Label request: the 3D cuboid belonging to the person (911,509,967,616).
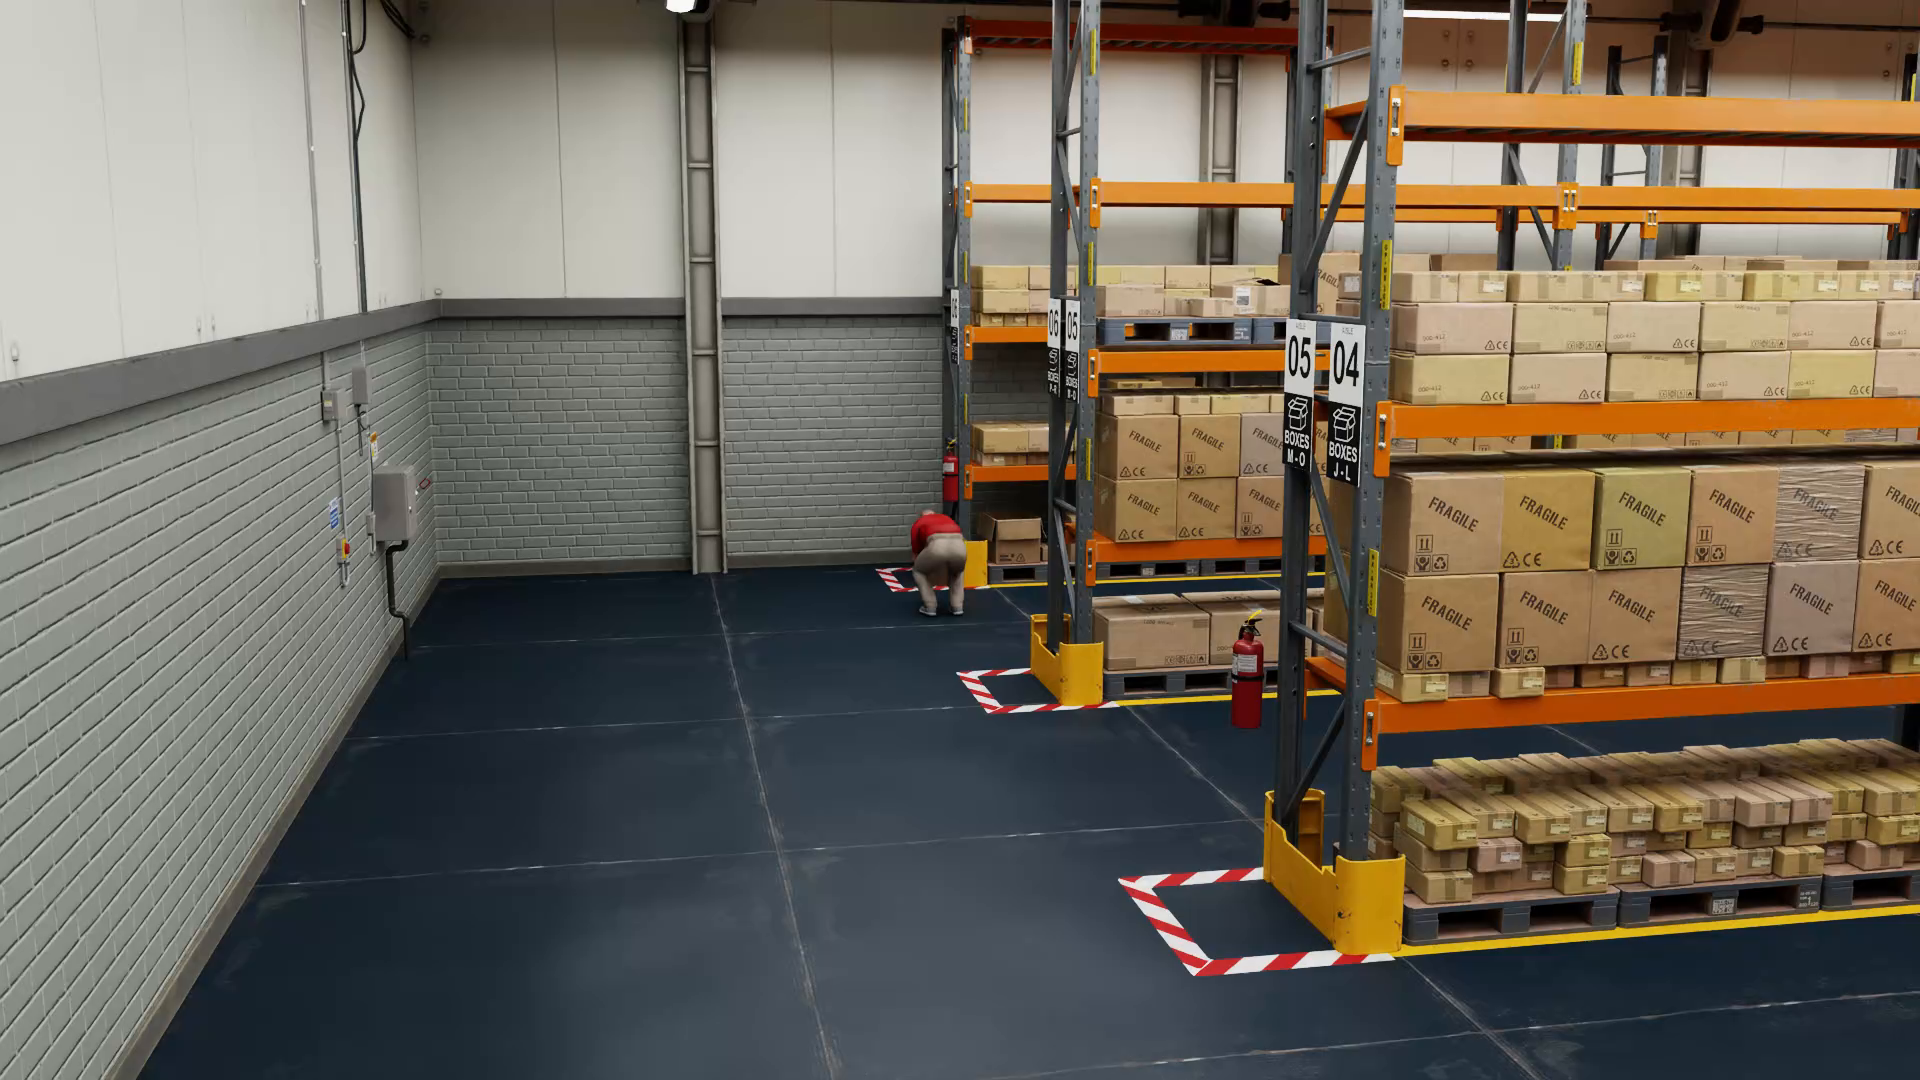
[{"bbox_3d":[-0.219,0.229,16.813,0.542,0.990,0.938,-2,10,-14],"label":"person"}]
